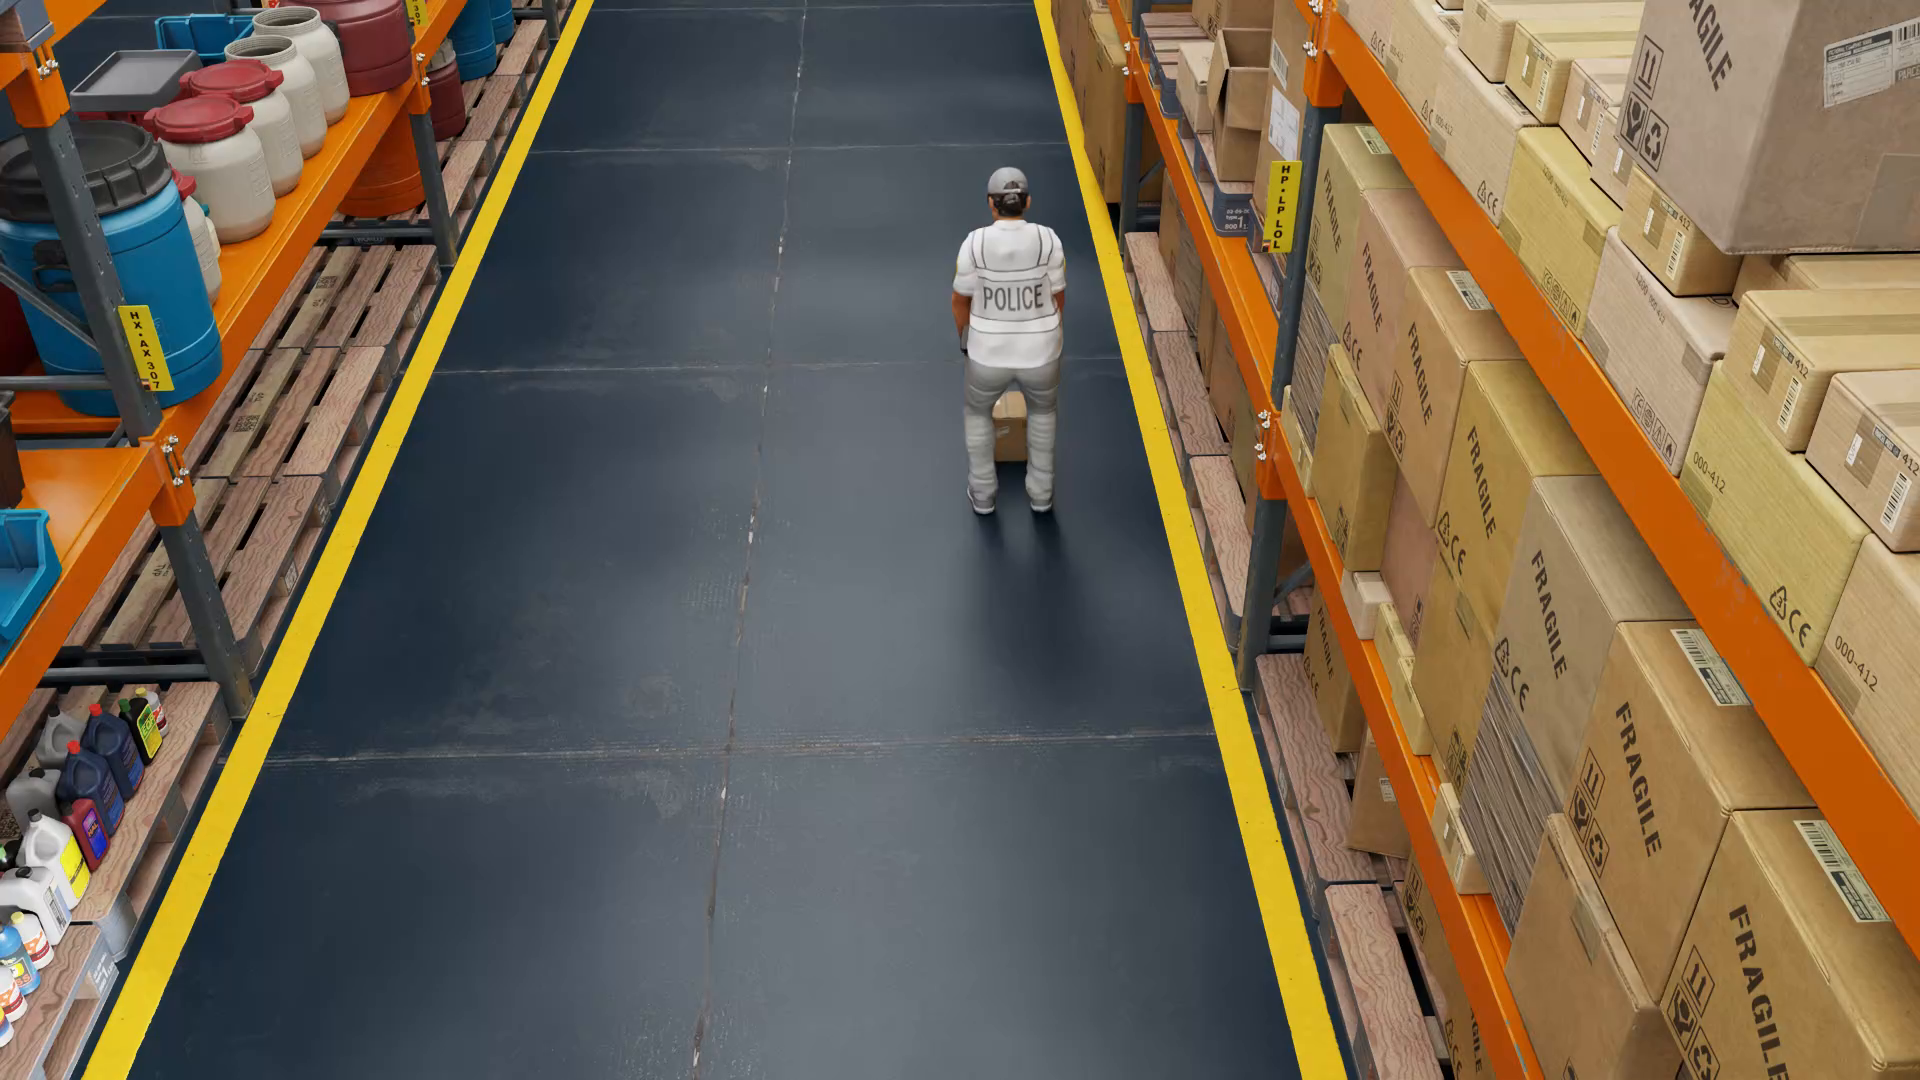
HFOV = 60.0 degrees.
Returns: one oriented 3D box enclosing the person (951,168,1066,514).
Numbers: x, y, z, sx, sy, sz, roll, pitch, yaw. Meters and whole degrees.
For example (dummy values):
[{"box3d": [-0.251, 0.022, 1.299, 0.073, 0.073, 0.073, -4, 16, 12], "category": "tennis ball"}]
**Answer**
[{"box3d": [0.210, -0.843, 7.389, 0.500, 1.611, 0.496, -1, 35, -1], "category": "person"}]
